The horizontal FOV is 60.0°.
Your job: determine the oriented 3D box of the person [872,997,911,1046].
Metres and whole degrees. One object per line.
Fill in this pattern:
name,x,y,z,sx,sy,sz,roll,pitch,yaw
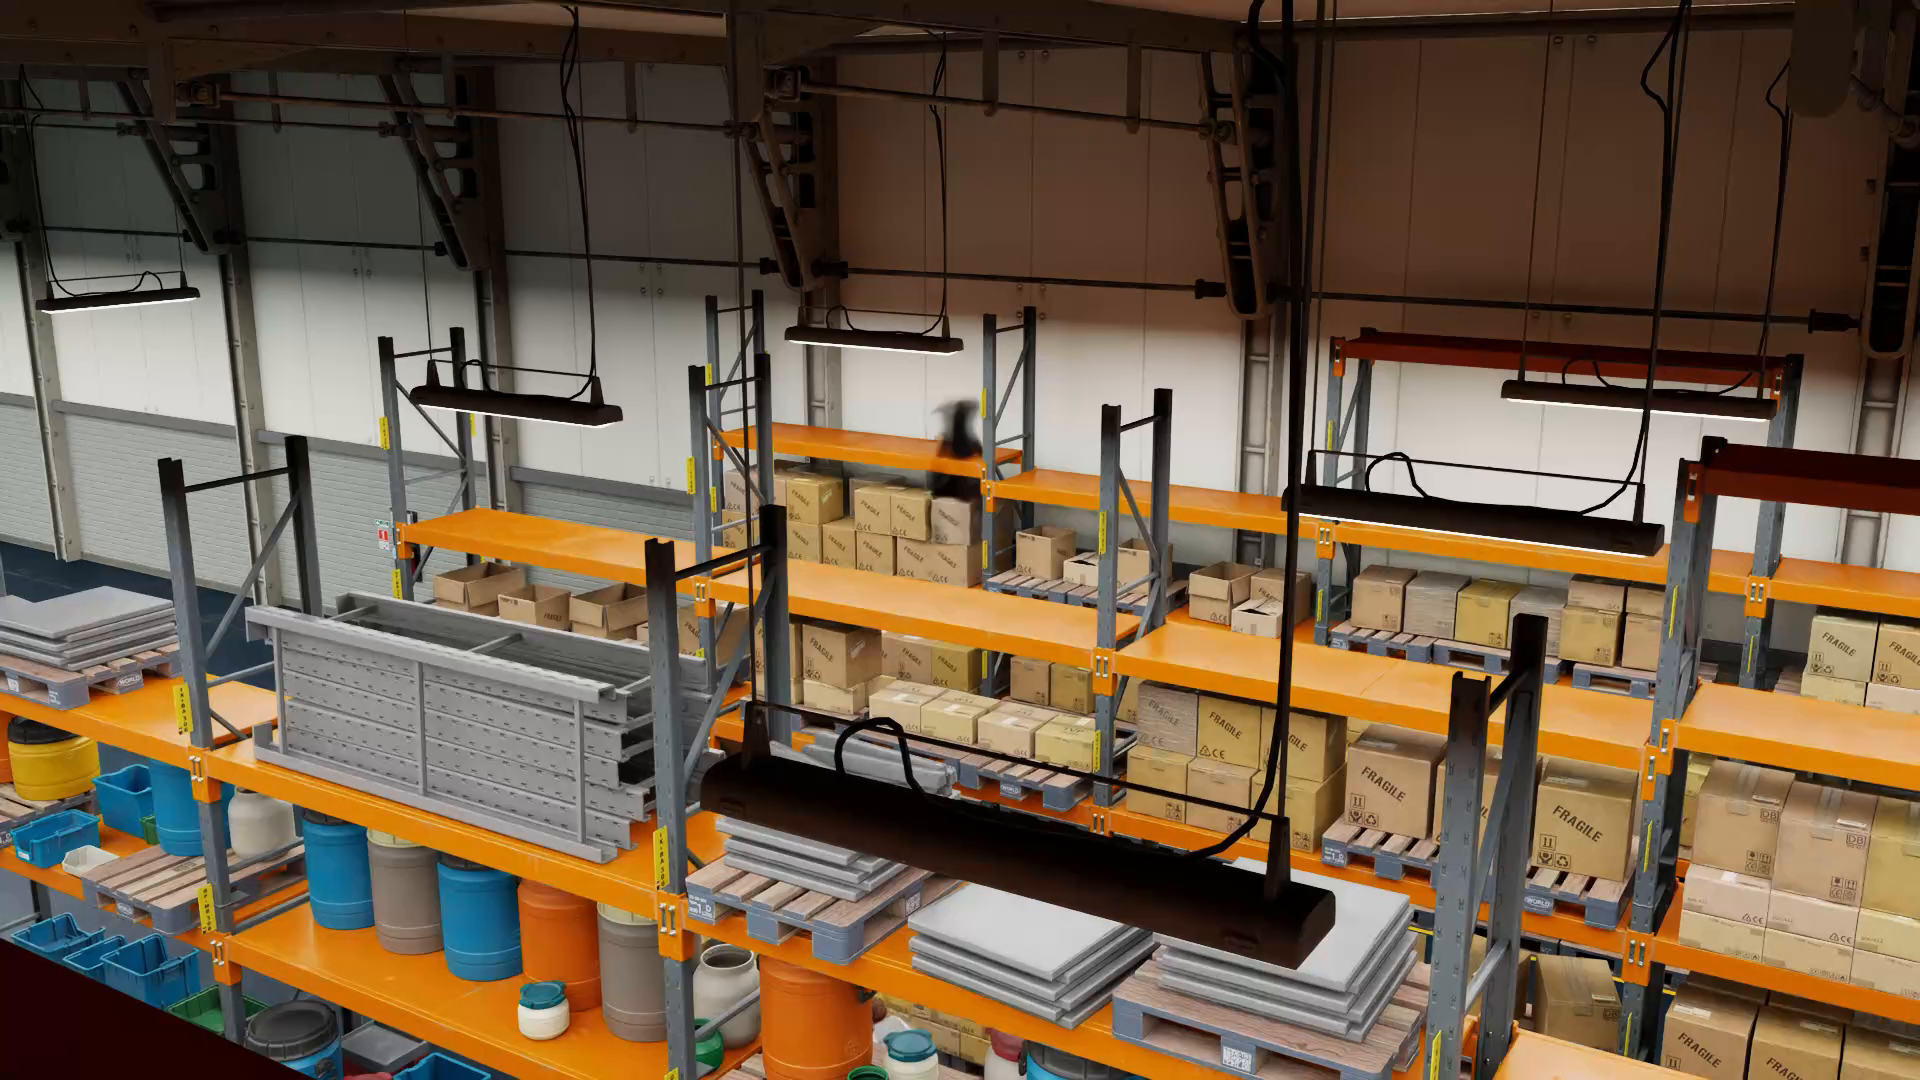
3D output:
person,-0.385,4.305,12.879,0.914,1.480,0.527,8,16,28
